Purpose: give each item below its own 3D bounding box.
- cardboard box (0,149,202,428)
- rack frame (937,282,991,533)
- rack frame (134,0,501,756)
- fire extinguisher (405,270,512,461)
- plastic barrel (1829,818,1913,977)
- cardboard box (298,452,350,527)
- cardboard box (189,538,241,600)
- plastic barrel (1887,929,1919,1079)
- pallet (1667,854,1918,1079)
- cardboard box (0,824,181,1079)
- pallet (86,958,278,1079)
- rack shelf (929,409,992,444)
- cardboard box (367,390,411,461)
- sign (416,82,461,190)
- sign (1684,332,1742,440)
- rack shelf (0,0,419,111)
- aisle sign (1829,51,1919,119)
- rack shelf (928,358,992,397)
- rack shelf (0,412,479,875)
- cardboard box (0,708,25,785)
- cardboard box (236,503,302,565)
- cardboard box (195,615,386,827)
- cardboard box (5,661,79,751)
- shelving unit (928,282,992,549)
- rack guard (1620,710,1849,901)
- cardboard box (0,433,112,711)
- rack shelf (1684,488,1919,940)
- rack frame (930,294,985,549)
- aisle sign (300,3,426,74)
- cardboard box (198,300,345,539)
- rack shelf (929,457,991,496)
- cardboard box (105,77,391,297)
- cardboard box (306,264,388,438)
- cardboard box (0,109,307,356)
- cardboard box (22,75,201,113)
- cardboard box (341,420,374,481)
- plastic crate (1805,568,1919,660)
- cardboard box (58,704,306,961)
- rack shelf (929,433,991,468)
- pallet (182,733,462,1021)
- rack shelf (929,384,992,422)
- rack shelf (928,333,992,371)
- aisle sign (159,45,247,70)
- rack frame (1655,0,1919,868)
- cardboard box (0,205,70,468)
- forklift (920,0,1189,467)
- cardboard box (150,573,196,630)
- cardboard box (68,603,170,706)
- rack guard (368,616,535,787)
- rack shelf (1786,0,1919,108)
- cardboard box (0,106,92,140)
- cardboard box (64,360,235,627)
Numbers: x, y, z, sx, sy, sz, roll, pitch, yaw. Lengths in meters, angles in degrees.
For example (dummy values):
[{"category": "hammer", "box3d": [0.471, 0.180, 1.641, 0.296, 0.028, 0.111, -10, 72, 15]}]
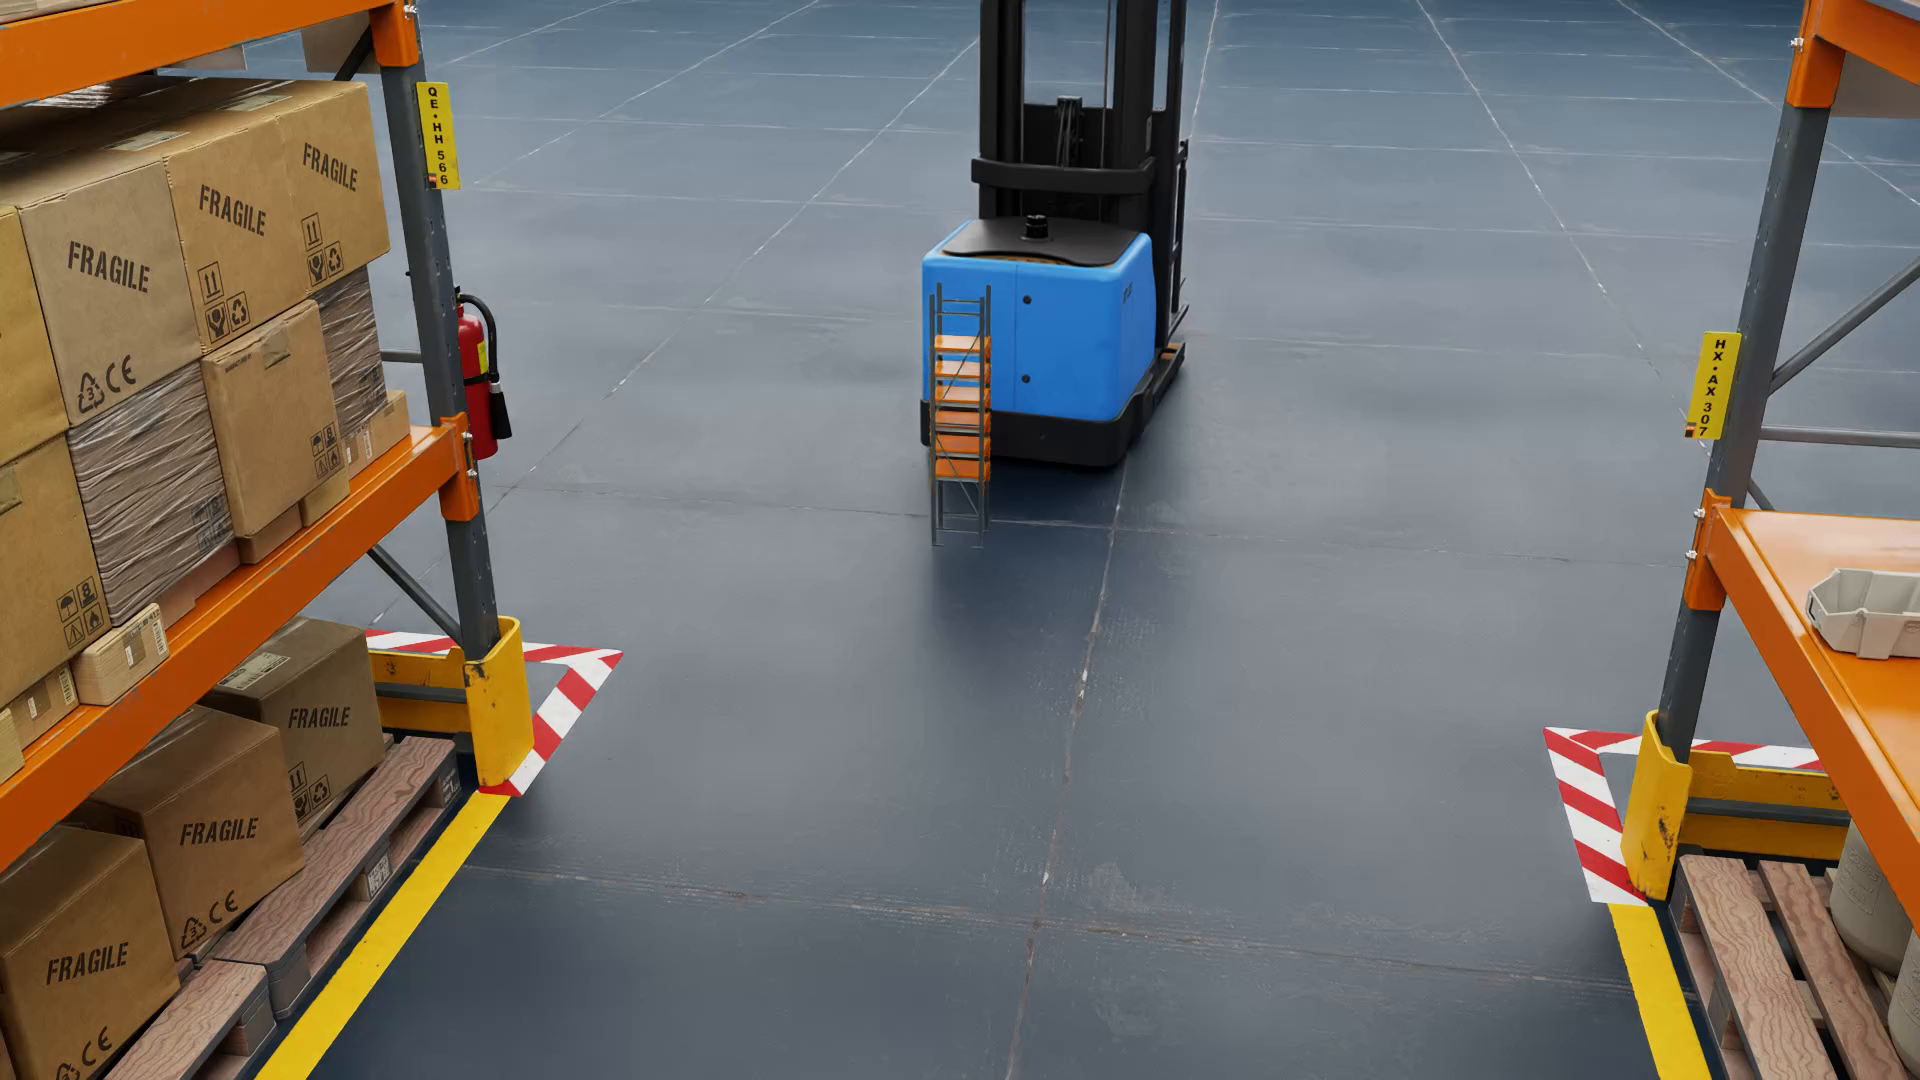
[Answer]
[{"category": "cardboard box", "box3d": [-2.160, -0.593, 3.830, 0.500, 0.500, 0.500, 4, 25, 9]}, {"category": "rack frame", "box3d": [0.017, -0.588, 7.590, 0.240, 1.200, 0.006, 4, 25, 9]}, {"category": "rack frame", "box3d": [-2.153, -0.625, 5.548, 1.000, 3.000, 0.127, 4, 25, 9]}, {"category": "fire extinguisher", "box3d": [-1.680, -0.606, 5.598, 0.296, 0.674, 0.183, 4, 25, 9]}, {"category": "plastic barrel", "box3d": [2.701, 0.935, 4.654, 0.421, 0.512, 0.421, 0, 25, 0]}, {"category": "cardboard box", "box3d": [-2.028, -0.165, 4.862, 0.380, 0.149, 0.250, 4, 25, 9]}, {"category": "cardboard box", "box3d": [-2.166, 0.040, 4.423, 0.380, 0.149, 0.250, 4, 25, 9]}, {"category": "plastic barrel", "box3d": [2.619, 1.144, 4.206, 0.421, 0.512, 0.421, 0, 25, 0]}, {"category": "pallet", "box3d": [2.629, 1.355, 4.606, 1.003, 0.211, 1.213, 4, 25, 9]}, {"category": "cardboard box", "box3d": [-2.457, 1.089, 4.338, 0.500, 0.500, 0.500, 6, 26, 13]}, {"category": "pallet", "box3d": [-2.535, 1.515, 4.264, 1.003, 0.211, 1.213, 4, 25, 9]}, {"category": "rack shelf", "box3d": [0.002, -0.509, 7.527, 0.258, 0.103, 0.180, 4, 25, 9]}, {"category": "cardboard box", "box3d": [-1.996, -0.378, 5.316, 0.380, 0.149, 0.250, 4, 25, 9]}, {"category": "sign", "box3d": [-1.609, -1.246, 5.135, 0.100, 0.325, 0.005, 4, 25, 9]}, {"category": "sign", "box3d": [2.191, -0.448, 4.841, 0.100, 0.325, 0.005, 4, 25, 9]}, {"category": "rack shelf", "box3d": [-2.480, -0.822, 3.277, 1.077, 0.370, 4.000, 4, 25, 9]}, {"category": "aisle sign", "box3d": [2.456, -1.510, 4.371, 0.394, 0.787, 0.004, 4, 25, 9]}, {"category": "rack shelf", "box3d": [0.002, -0.727, 7.426, 0.258, 0.103, 0.180, 4, 25, 9]}, {"category": "rack shelf", "box3d": [-2.480, 0.537, 3.913, 1.077, 0.370, 4.000, 4, 25, 9]}, {"category": "cardboard box", "box3d": [-2.243, 0.464, 3.517, 0.380, 0.149, 0.250, 4, 25, 9]}, {"category": "cardboard box", "box3d": [-2.084, -0.062, 4.641, 0.380, 0.149, 0.250, 4, 25, 9]}, {"category": "cardboard box", "box3d": [-2.272, 0.577, 5.433, 0.500, 0.500, 0.500, 9, 27, 18]}, {"category": "cardboard box", "box3d": [-2.247, 0.356, 3.747, 0.380, 0.149, 0.250, 4, 25, 9]}, {"category": "shelving unit", "box3d": [0.002, -0.549, 7.509, 0.258, 1.200, 0.189, 4, 25, 9]}, {"category": "rack guard", "box3d": [2.767, 0.885, 5.270, 1.175, 0.500, 0.348, 4, 25, 9]}, {"category": "cardboard box", "box3d": [-2.451, 0.055, 3.626, 0.875, 0.500, 0.500, 4, 25, 9]}, {"category": "rack shelf", "box3d": [2.406, 0.880, 3.180, 1.077, 0.370, 4.000, 4, 25, 9]}, {"category": "rack frame", "box3d": [-0.013, -0.511, 7.427, 0.240, 1.200, 0.006, 4, 25, 9]}, {"category": "aisle sign", "box3d": [-1.847, -1.808, 5.008, 0.394, 0.787, 0.004, 4, 25, 9]}, {"category": "cardboard box", "box3d": [-2.234, -0.360, 4.512, 0.875, 0.500, 0.500, 4, 25, 9]}, {"category": "rack shelf", "box3d": [0.002, -0.292, 7.629, 0.258, 0.103, 0.180, 4, 25, 9]}, {"category": "cardboard box", "box3d": [-1.999, -1.011, 4.724, 0.500, 0.500, 0.500, 4, 25, 9]}, {"category": "cardboard box", "box3d": [-2.270, -0.577, 4.976, 0.875, 0.500, 0.500, 4, 25, 9]}, {"category": "cardboard box", "box3d": [-2.075, -0.802, 4.276, 0.500, 0.500, 0.500, 4, 25, 9]}, {"category": "cardboard box", "box3d": [-2.512, -1.047, 4.801, 0.500, 0.500, 0.500, 4, 25, 9]}, {"category": "cardboard box", "box3d": [-2.038, -0.274, 5.093, 0.380, 0.149, 0.250, 4, 25, 9]}, {"category": "plastic crate", "box3d": [2.269, 0.189, 4.119, 0.298, 0.136, 0.250, 4, 25, 9]}, {"category": "cardboard box", "box3d": [-2.336, 0.829, 4.894, 0.500, 0.500, 0.500, 11, 27, 22]}, {"category": "rack shelf", "box3d": [0.002, -0.401, 7.578, 0.258, 0.103, 0.180, 4, 25, 9]}, {"category": "pallet", "box3d": [-2.333, 1.007, 5.350, 1.003, 0.211, 1.213, 4, 25, 9]}, {"category": "rack shelf", "box3d": [0.002, -0.618, 7.477, 0.258, 0.103, 0.180, 4, 25, 9]}, {"category": "rack shelf", "box3d": [0.002, -0.835, 7.375, 0.258, 0.103, 0.180, 4, 25, 9]}, {"category": "aisle sign", "box3d": [-2.439, -1.850, 5.097, 0.394, 0.787, 0.004, 4, 25, 9]}, {"category": "rack frame", "box3d": [2.733, -0.282, 4.815, 1.000, 3.000, 0.127, 4, 25, 9]}, {"category": "cardboard box", "box3d": [-2.250, -0.384, 3.384, 0.500, 0.500, 0.500, 4, 25, 9]}, {"category": "forklift", "box3d": [0.712, -2.298, 9.202, 1.130, 2.935, 3.031, 7, 26, 15]}, {"category": "cardboard box", "box3d": [-2.184, 0.146, 4.197, 0.380, 0.149, 0.250, 4, 25, 9]}, {"category": "cardboard box", "box3d": [-2.138, 0.256, 3.960, 0.380, 0.149, 0.250, 4, 25, 9]}, {"category": "rack guard", "box3d": [-2.166, 0.538, 6.010, 1.175, 0.500, 0.348, 4, 25, 9]}, {"category": "rack shelf", "box3d": [2.406, -0.479, 2.544, 1.077, 0.370, 4.000, 4, 25, 9]}, {"category": "cardboard box", "box3d": [-2.601, -0.838, 4.355, 0.500, 0.500, 0.500, 4, 25, 9]}, {"category": "cardboard box", "box3d": [-2.358, -0.154, 4.071, 0.875, 0.500, 0.500, 4, 25, 9]}]
